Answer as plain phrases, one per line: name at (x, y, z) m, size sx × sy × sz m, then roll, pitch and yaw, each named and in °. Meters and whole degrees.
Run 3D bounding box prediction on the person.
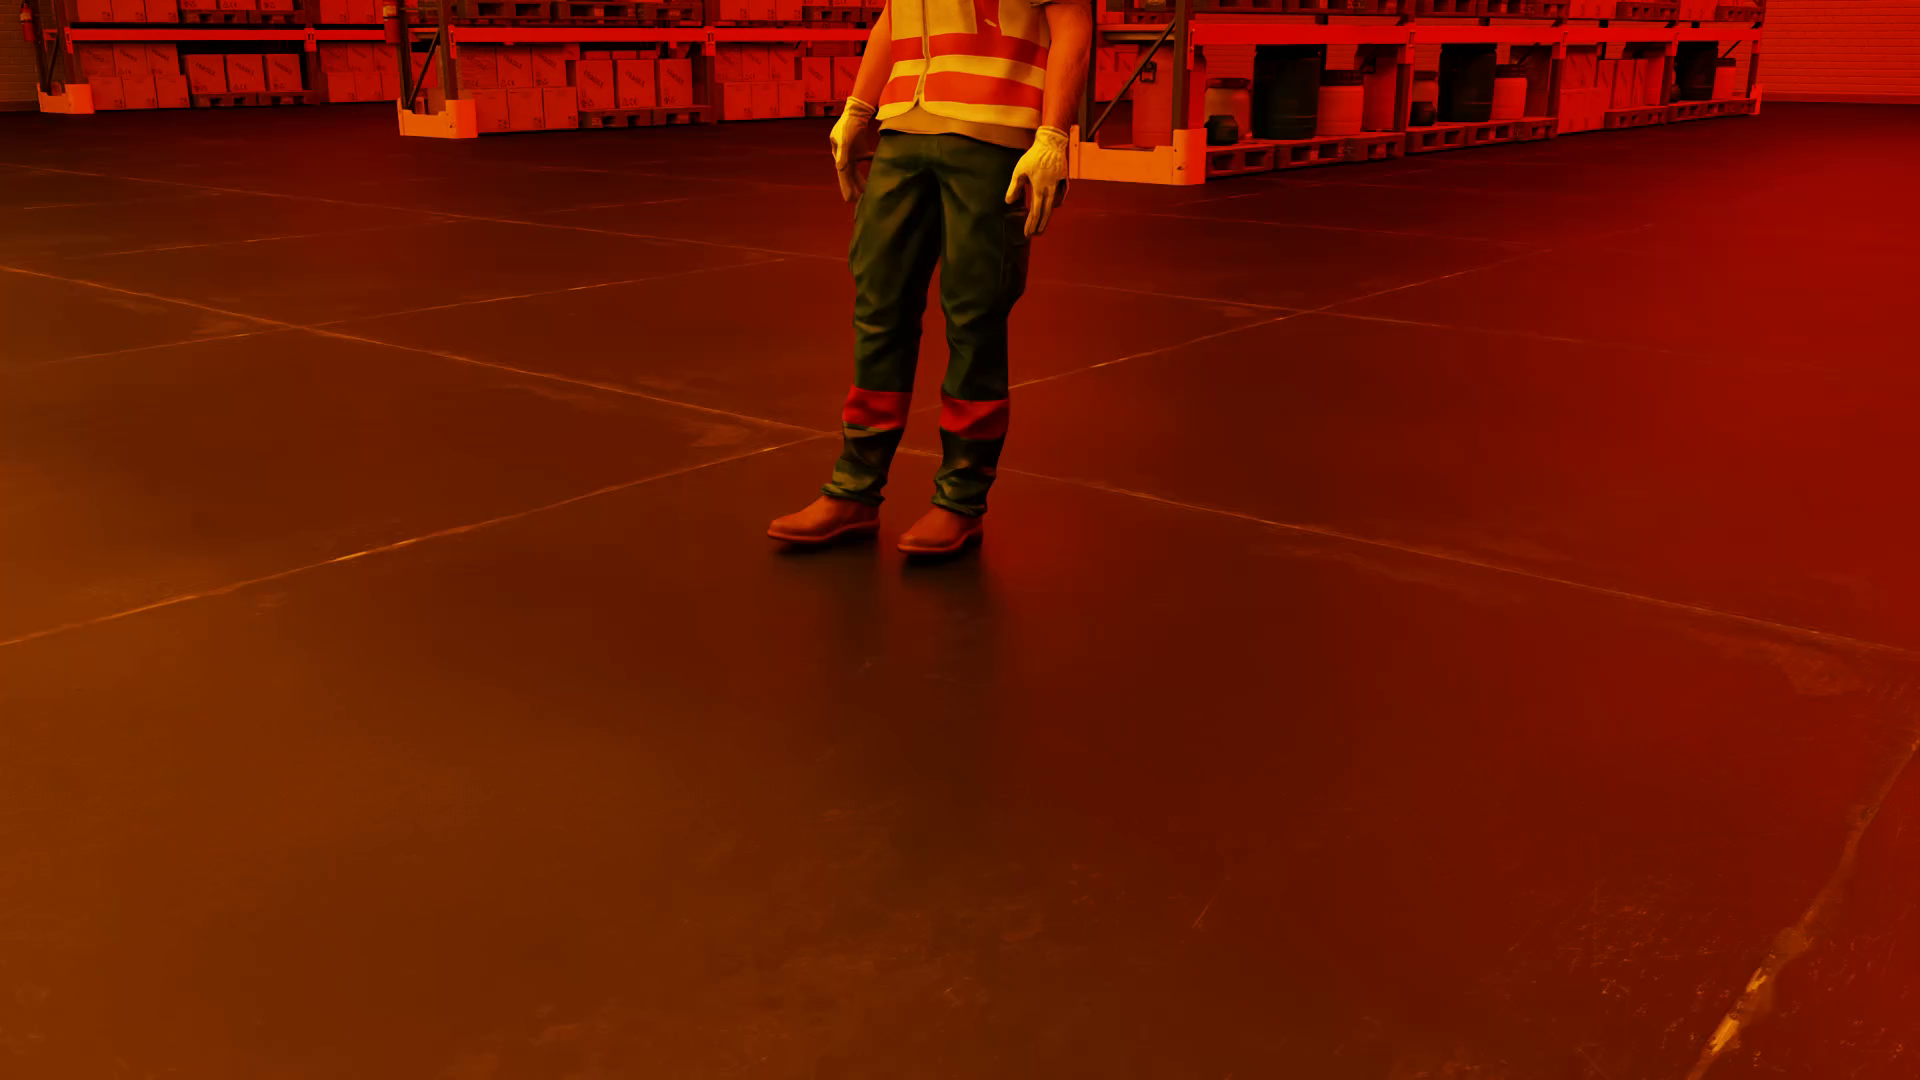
person at (-0.060, -0.846, 3.627) m, size 0.638 × 1.789 × 0.562 m, roll 13°, pitch 21°, yaw 37°
